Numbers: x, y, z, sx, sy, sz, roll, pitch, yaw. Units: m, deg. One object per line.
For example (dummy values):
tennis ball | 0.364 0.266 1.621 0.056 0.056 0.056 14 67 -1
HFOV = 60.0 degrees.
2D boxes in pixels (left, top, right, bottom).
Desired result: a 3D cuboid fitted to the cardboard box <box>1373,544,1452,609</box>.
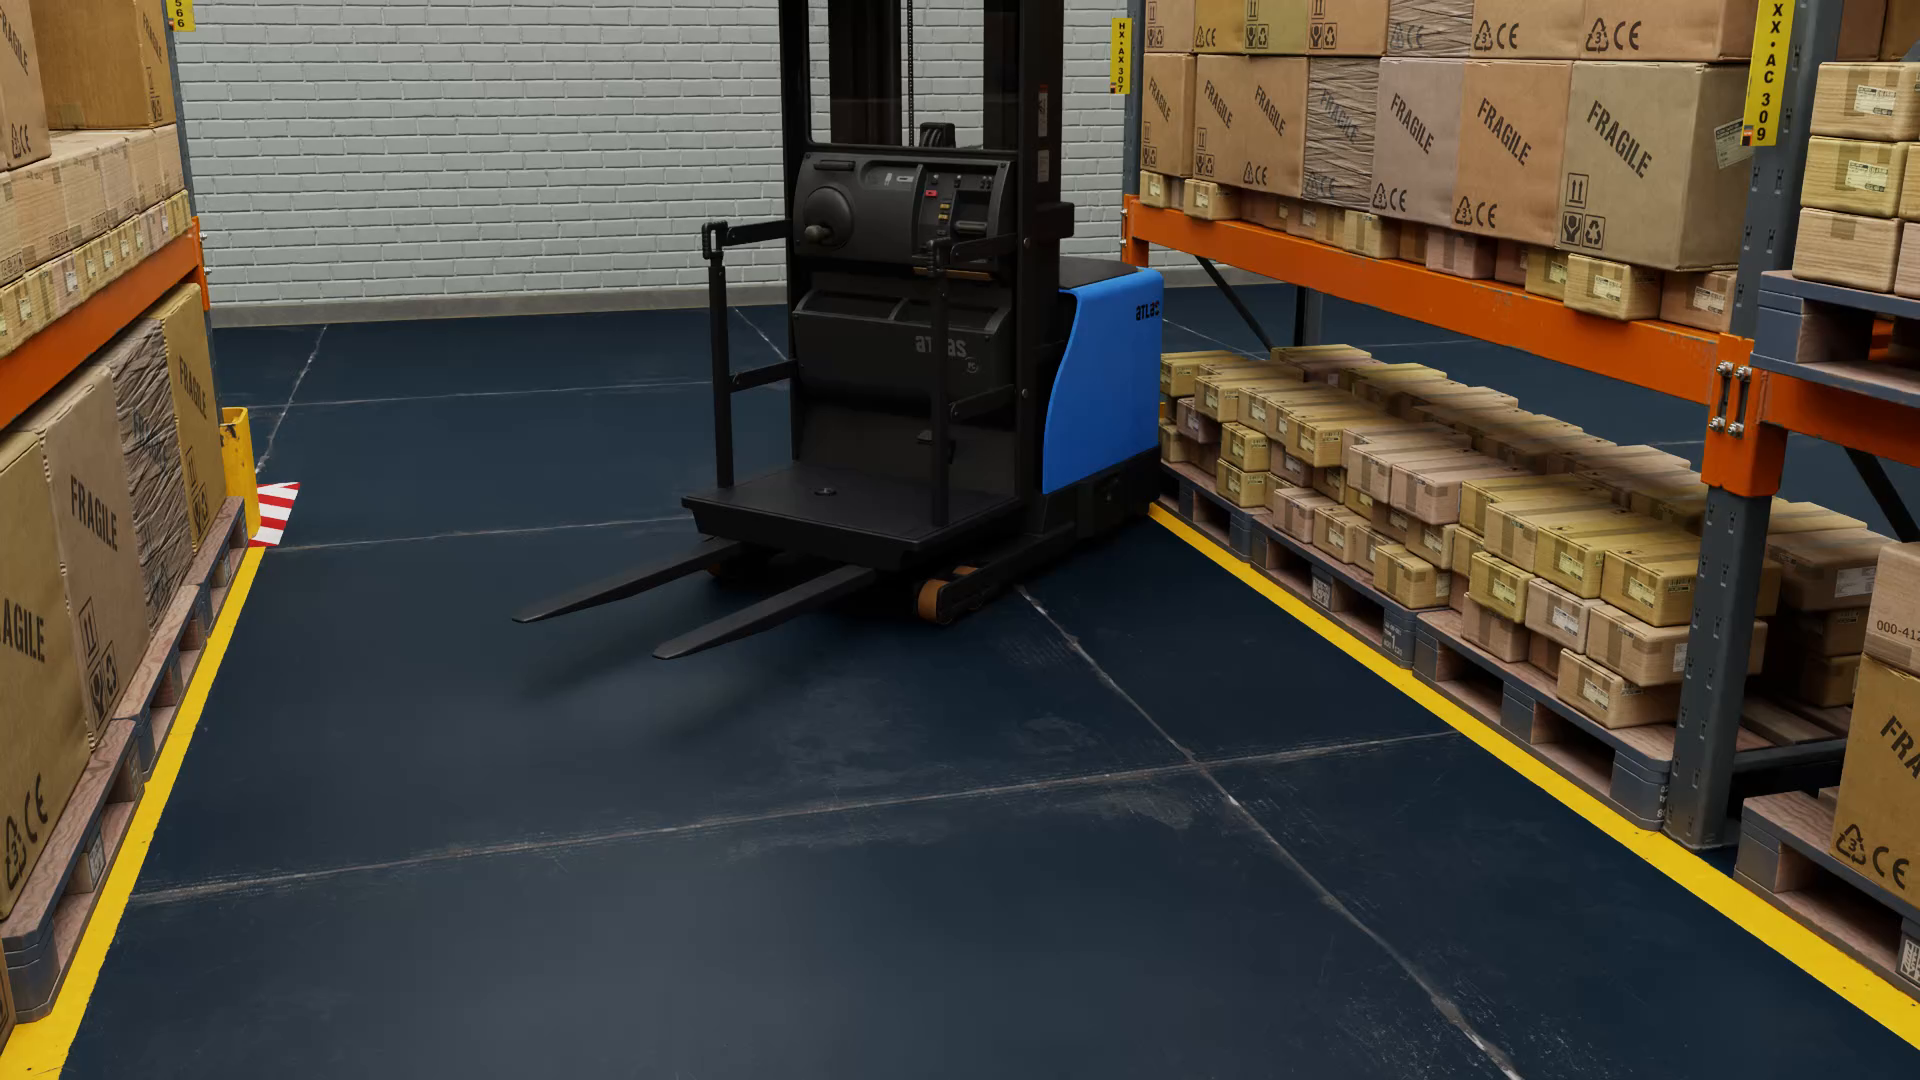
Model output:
cardboard box | 1.624 0.110 5.598 0.380 0.149 0.250 -5 17 -15

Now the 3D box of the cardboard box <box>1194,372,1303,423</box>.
cardboard box | 1.199 -0.595 6.911 0.380 0.149 0.250 -5 17 -15

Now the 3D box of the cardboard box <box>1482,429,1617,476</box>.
cardboard box | 2.073 -0.282 5.868 0.380 0.149 0.250 -5 18 -18

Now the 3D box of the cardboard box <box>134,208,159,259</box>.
cardboard box | -2.929 -1.025 5.588 0.380 0.149 0.250 -4 17 -14

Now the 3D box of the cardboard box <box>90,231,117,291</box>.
cardboard box | -2.718 -0.813 4.882 0.380 0.149 0.250 -4 17 -14

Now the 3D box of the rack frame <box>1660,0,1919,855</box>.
rack frame | 2.344 -0.686 4.023 1.000 3.000 0.127 -5 17 -15

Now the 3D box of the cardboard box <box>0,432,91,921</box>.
cardboard box | -2.558 0.305 3.685 0.875 0.875 0.875 -5 17 -15

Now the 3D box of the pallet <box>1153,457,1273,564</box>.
pallet | 1.454 -0.209 7.281 1.003 0.211 1.213 -5 17 -15

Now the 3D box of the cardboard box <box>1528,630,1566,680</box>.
cardboard box | 1.917 0.318 4.906 0.380 0.149 0.250 -4 17 -14

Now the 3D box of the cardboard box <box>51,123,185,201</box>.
cardboard box | -3.164 -1.386 6.097 0.500 0.250 0.500 -5 17 -16

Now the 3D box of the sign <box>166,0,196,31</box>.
sign | -3.027 -2.136 6.424 0.100 0.325 0.005 -5 17 -15

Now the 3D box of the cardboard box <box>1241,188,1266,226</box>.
cardboard box | 1.353 -1.350 6.670 0.380 0.149 0.250 -4 17 -13

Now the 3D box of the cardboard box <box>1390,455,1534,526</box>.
cardboard box | 1.652 -0.166 5.483 0.380 0.149 0.250 -6 18 -18

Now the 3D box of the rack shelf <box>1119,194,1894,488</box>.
rack shelf | 1.794 -0.895 5.969 1.077 0.370 4.000 -5 17 -15

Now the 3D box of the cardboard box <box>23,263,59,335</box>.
cardboard box | -2.504 -0.599 4.169 0.380 0.149 0.250 -5 17 -16

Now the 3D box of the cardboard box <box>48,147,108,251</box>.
cardboard box | -2.738 -0.961 4.682 0.500 0.250 0.500 -5 17 -15

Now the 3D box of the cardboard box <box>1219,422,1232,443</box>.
cardboard box | 1.315 -0.465 6.995 0.380 0.149 0.250 -4 17 -15

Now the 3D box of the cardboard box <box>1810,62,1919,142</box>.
cardboard box | 2.010 -0.907 3.430 0.380 0.149 0.250 -4 17 -12

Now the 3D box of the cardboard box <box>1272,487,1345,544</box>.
cardboard box | 1.417 -0.106 6.317 0.380 0.149 0.250 -6 18 -18

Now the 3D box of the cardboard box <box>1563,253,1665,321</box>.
cardboard box | 1.864 -0.689 4.469 0.380 0.149 0.250 -5 17 -17

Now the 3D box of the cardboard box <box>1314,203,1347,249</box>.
cardboard box | 1.496 -1.130 5.935 0.380 0.149 0.250 -4 17 -13

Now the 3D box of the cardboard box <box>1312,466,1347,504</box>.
cardboard box | 1.560 -0.248 6.272 0.380 0.149 0.250 -4 17 -12

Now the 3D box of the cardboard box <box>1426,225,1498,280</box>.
cardboard box | 1.698 -0.914 5.217 0.380 0.149 0.250 -5 18 -18

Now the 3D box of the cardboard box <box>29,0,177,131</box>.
cardboard box | -3.166 -1.745 5.986 0.500 0.500 0.500 -4 17 -15

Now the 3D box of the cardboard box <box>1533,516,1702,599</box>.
cardboard box | 1.887 0.047 4.772 0.380 0.149 0.250 -4 17 -15

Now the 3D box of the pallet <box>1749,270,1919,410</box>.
pallet | 2.414 -0.372 3.309 1.003 0.211 1.213 -5 17 -15

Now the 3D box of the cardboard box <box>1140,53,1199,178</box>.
cardboard box | 1.102 -1.837 7.164 0.500 0.500 0.500 -4 17 -13

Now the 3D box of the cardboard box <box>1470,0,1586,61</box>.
cardboard box | 1.807 -1.607 4.659 0.500 0.500 0.500 -5 18 -17

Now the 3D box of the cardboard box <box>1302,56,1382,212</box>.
cardboard box | 1.542 -1.414 5.755 0.500 0.500 0.500 -5 17 -17

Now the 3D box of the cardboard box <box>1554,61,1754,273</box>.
cardboard box | 1.939 -0.988 4.337 0.500 0.500 0.500 -5 17 -15

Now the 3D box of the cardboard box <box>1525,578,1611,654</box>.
cardboard box | 1.865 0.199 4.783 0.380 0.149 0.250 -6 18 -18

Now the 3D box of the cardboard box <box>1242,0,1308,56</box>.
cardboard box | 1.379 -2.032 6.075 0.500 0.500 0.500 -5 17 -16

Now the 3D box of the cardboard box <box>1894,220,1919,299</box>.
cardboard box | 2.091 -0.546 3.262 0.380 0.149 0.250 -4 17 -14

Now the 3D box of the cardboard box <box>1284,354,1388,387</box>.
cardboard box | 1.647 -0.713 7.304 0.380 0.149 0.250 -4 17 -14

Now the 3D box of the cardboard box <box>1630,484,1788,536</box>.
cardboard box | 2.313 -0.066 5.149 0.380 0.149 0.250 -5 17 -16

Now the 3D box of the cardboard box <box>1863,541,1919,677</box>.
cardboard box | 2.293 0.176 3.465 0.500 0.250 0.500 -5 18 -18

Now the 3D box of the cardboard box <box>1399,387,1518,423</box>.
cardboard box | 1.978 -0.505 6.611 0.380 0.149 0.250 -4 17 -13

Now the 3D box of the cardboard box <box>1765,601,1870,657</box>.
cardboard box | 2.552 0.210 4.748 0.380 0.149 0.250 -4 17 -13

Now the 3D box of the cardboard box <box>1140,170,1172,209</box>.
cardboard box | 1.018 -1.557 7.358 0.380 0.149 0.250 -5 17 -16

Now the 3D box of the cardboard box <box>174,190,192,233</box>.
cardboard box | -3.138 -1.236 6.289 0.380 0.149 0.250 -4 17 -14

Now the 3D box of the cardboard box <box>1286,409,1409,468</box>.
cardboard box | 1.442 -0.379 6.192 0.380 0.149 0.250 -4 17 -14

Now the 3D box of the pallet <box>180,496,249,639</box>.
pallet | -3.257 0.122 6.180 1.003 0.211 1.213 -5 17 -15

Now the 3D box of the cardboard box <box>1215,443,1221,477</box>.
cardboard box | 1.306 -0.324 7.043 0.380 0.149 0.250 -5 17 -15

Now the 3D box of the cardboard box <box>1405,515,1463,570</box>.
cardboard box | 1.711 -0.019 5.511 0.380 0.149 0.250 -4 17 -14

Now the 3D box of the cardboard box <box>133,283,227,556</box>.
cardboard box | -3.300 -0.442 6.171 0.875 0.875 0.875 -5 17 -15

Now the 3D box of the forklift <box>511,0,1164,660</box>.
forklift | -0.342 -1.252 6.025 1.130 2.935 3.031 11 20 31

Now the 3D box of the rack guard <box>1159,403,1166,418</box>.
rack guard | 1.265 -0.575 7.996 1.175 0.500 0.348 -5 17 -15

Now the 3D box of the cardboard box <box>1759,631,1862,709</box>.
cardboard box | 2.552 0.352 4.793 0.380 0.149 0.250 -5 18 -18
